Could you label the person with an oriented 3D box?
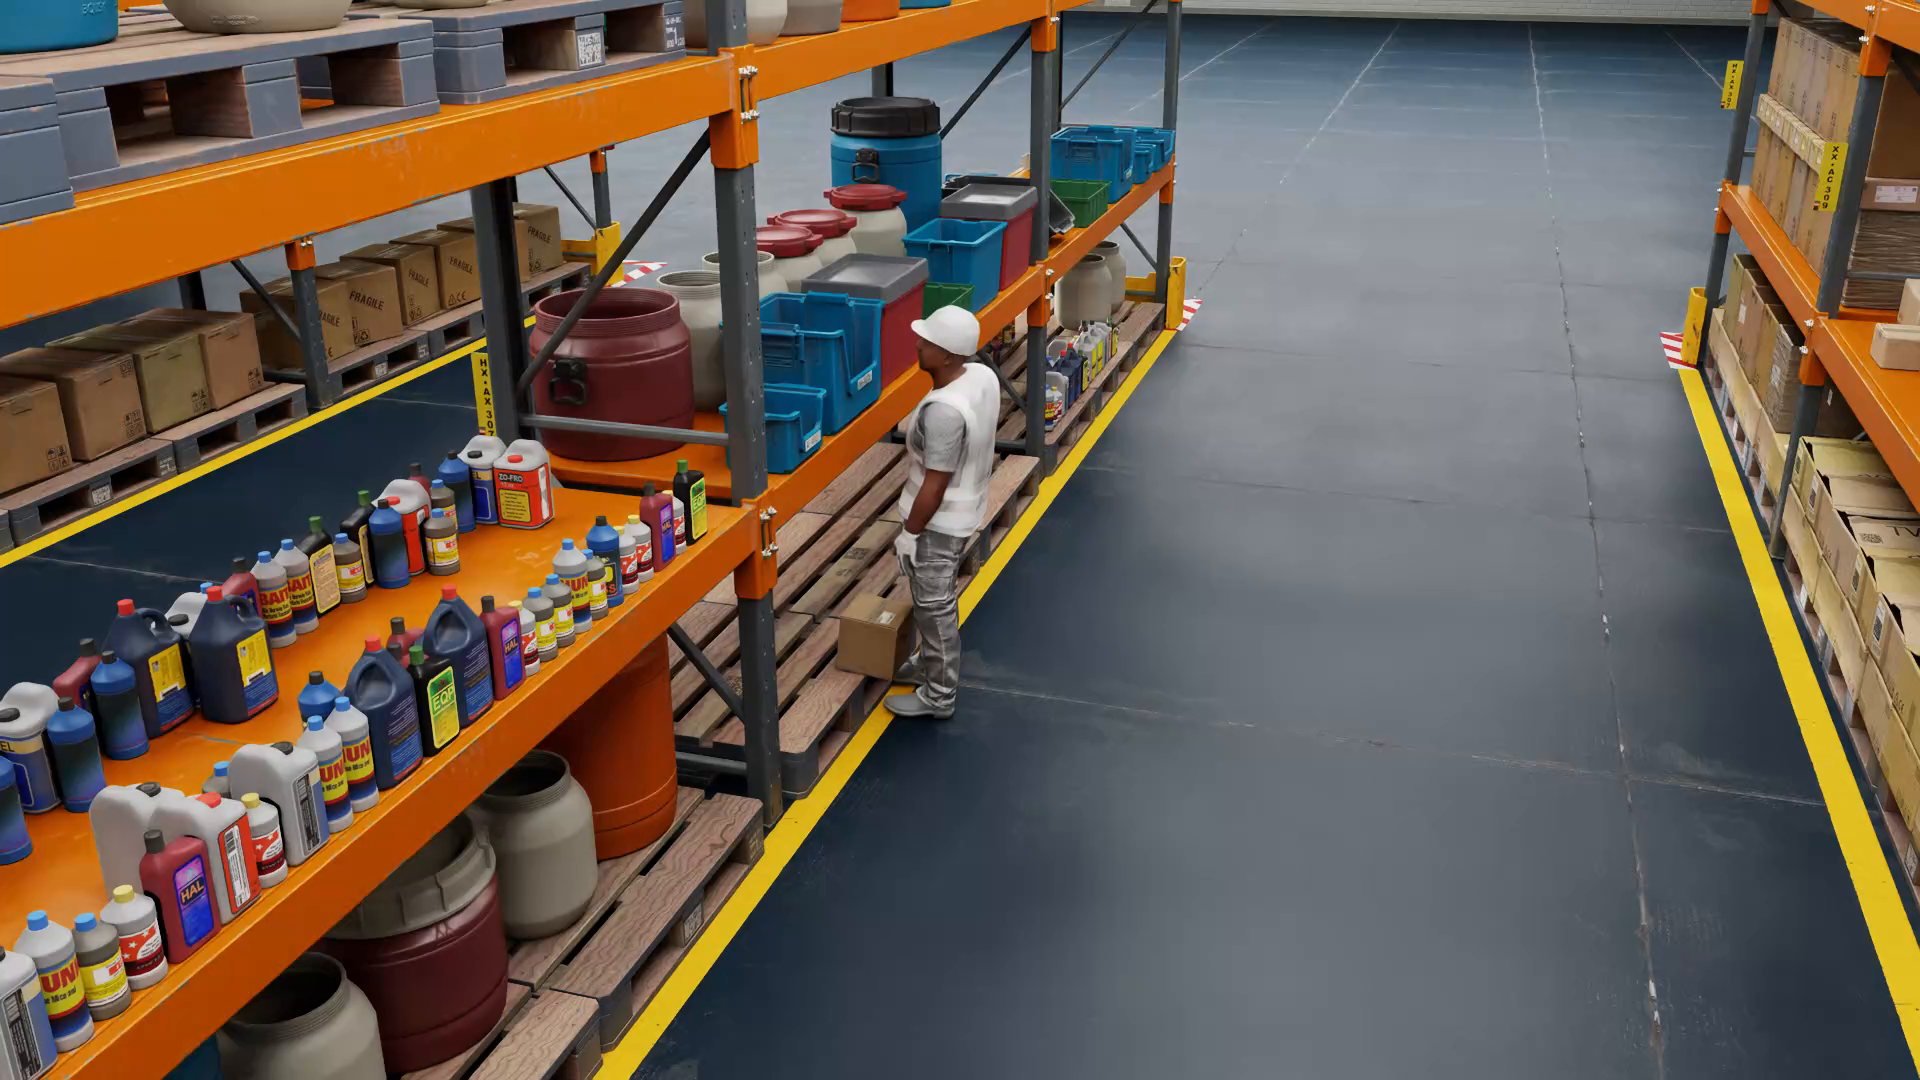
[{"bbox_3d":[-0.148,-0.102,6.794,0.577,1.783,0.642,6,23,15],"label":"person"}]
